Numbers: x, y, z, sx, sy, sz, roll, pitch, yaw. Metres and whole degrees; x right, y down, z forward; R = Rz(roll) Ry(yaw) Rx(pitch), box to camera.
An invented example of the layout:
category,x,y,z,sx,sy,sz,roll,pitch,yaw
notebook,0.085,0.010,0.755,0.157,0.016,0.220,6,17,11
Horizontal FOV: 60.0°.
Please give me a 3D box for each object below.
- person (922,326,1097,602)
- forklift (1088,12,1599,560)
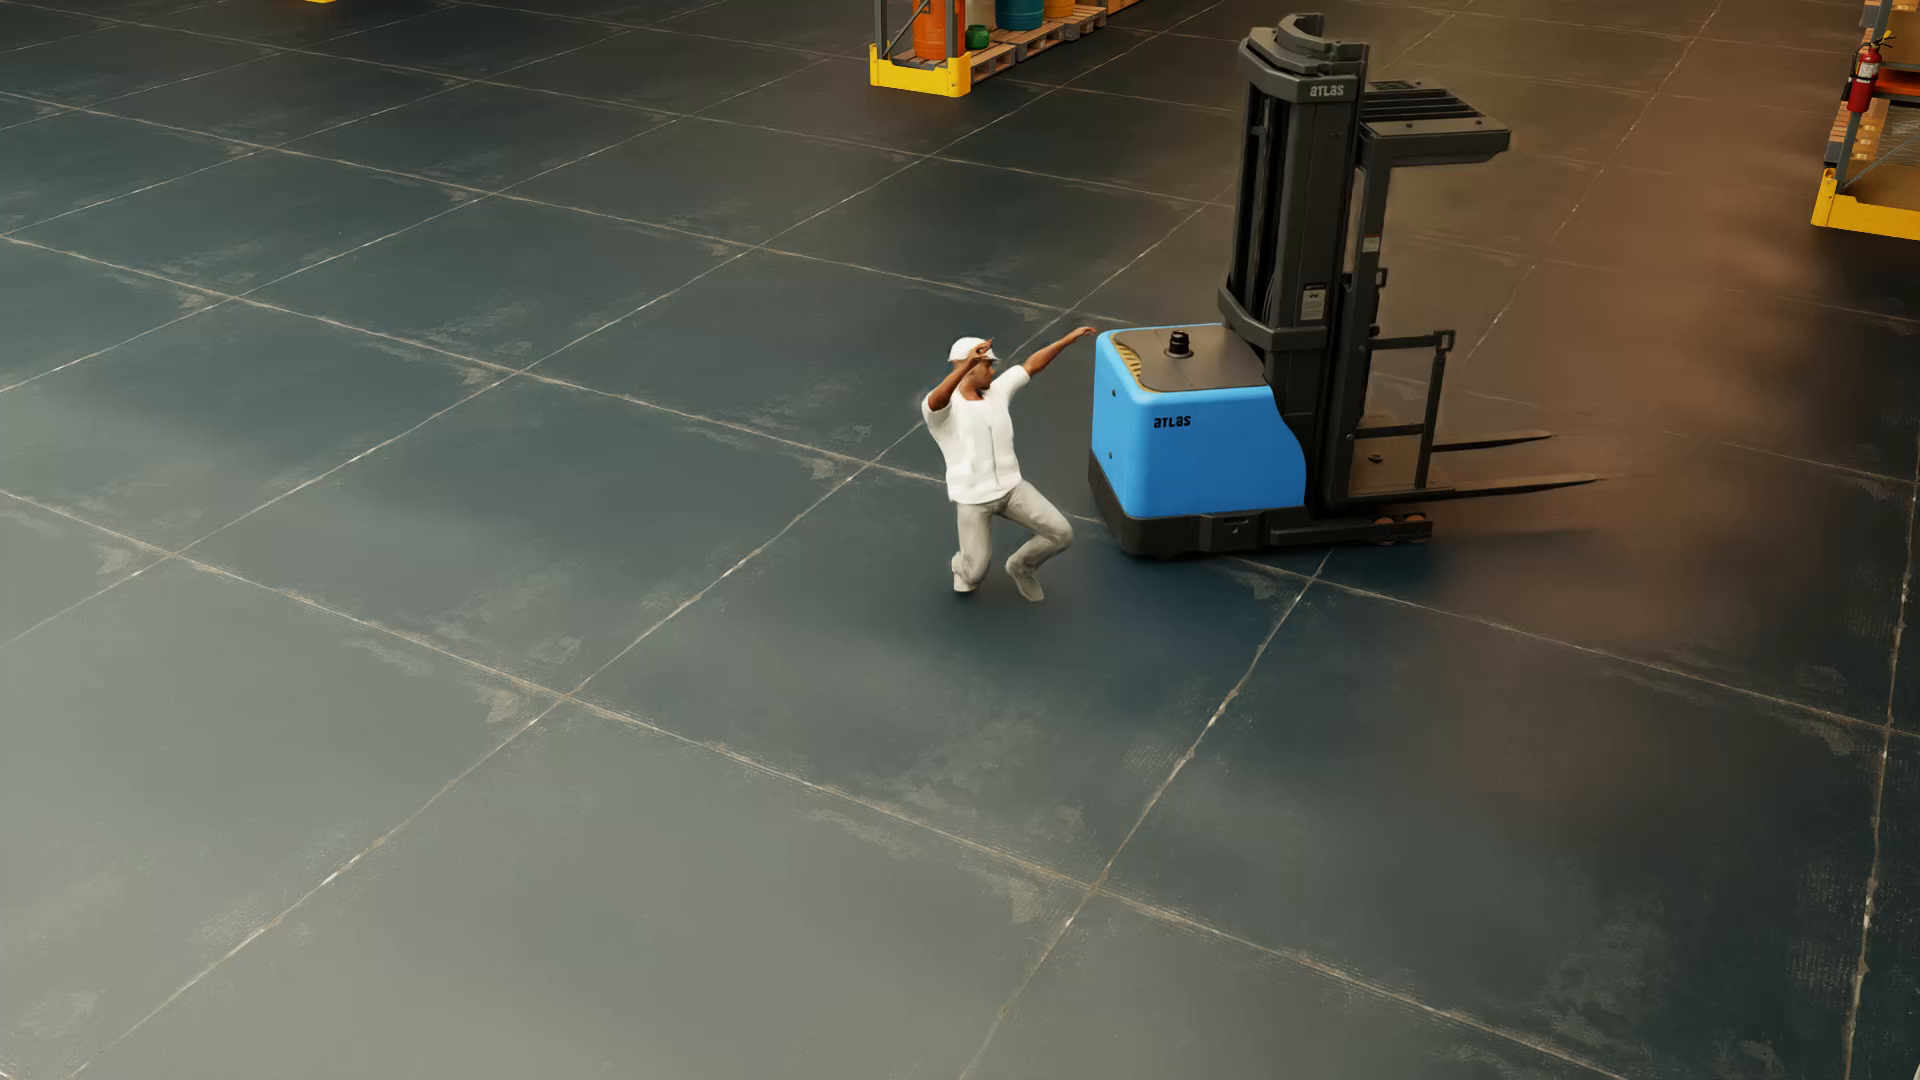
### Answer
category,x,y,z,sx,sy,sz,roll,pitch,yaw
person,0.339,-0.432,9.132,1.137,1.663,0.832,-16,34,-26
forklift,2.374,-1.491,9.654,3.031,2.935,1.130,-5,30,-8
